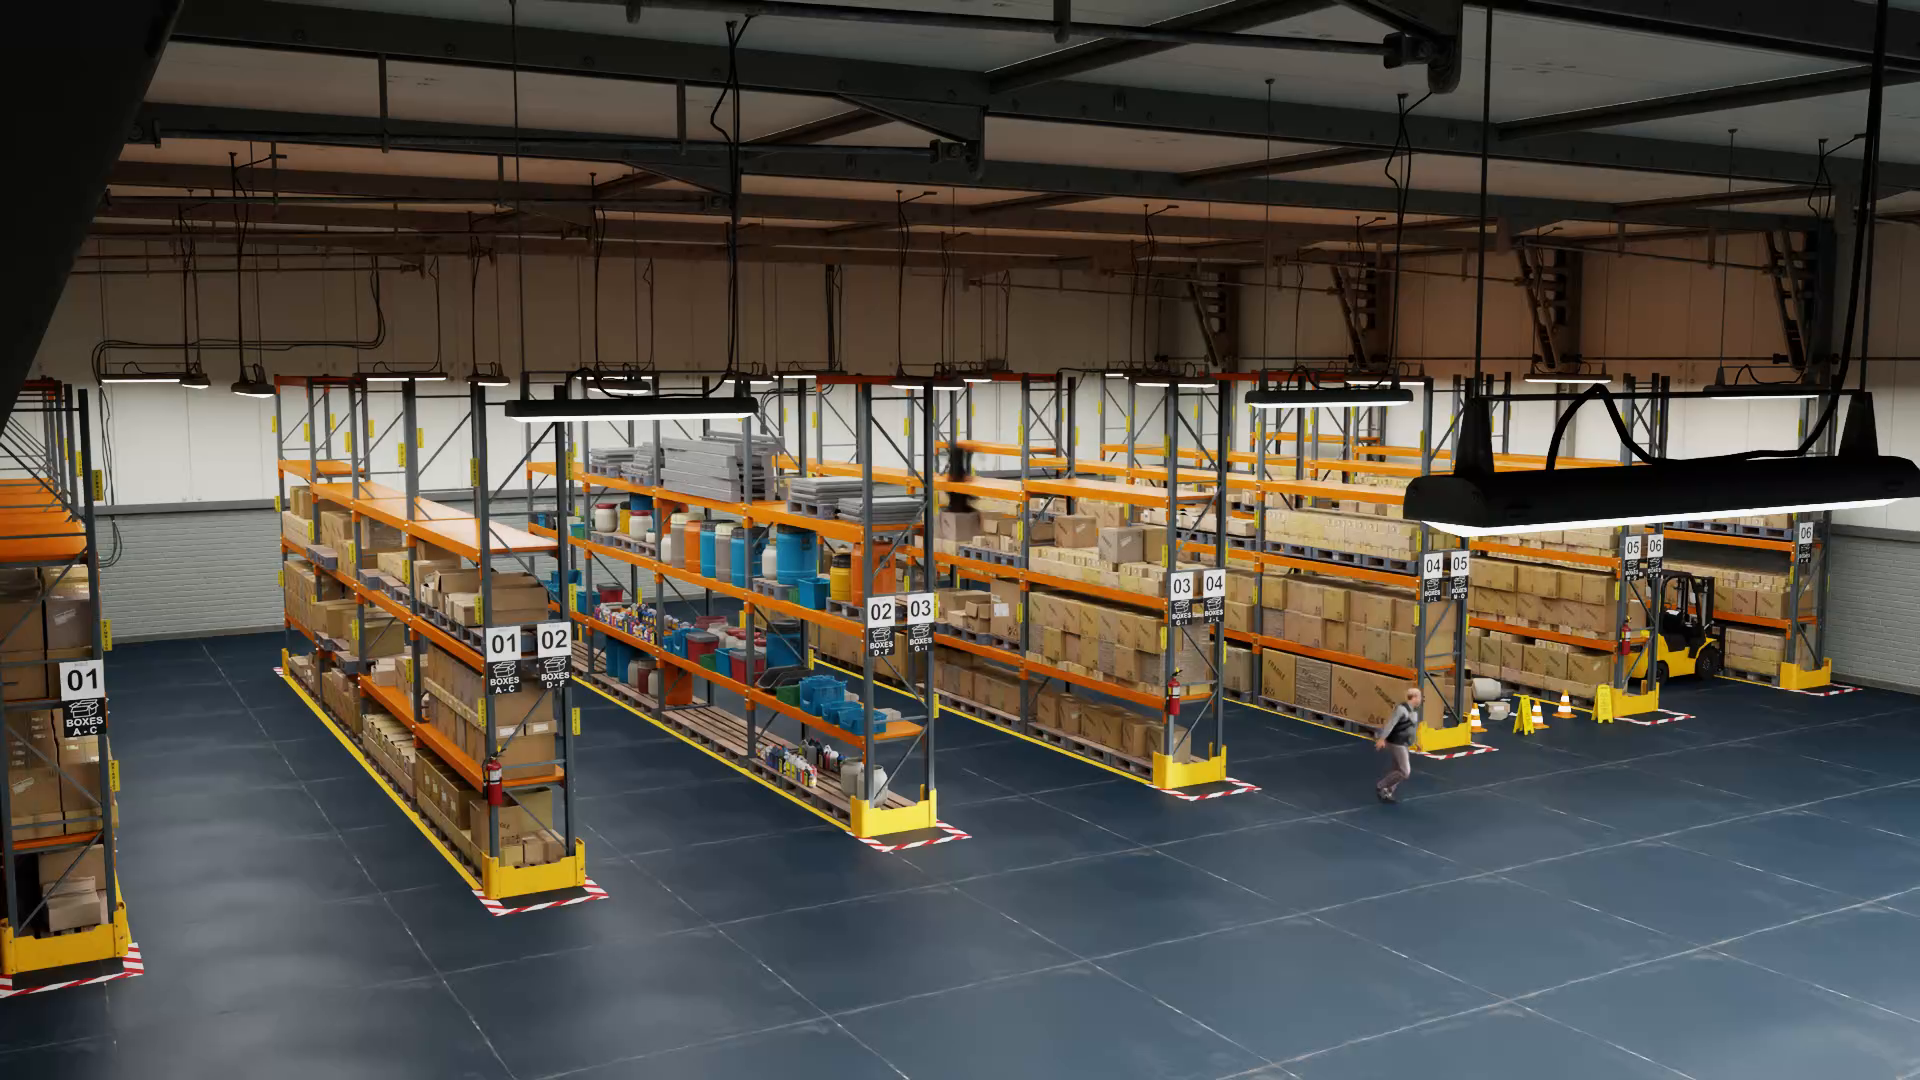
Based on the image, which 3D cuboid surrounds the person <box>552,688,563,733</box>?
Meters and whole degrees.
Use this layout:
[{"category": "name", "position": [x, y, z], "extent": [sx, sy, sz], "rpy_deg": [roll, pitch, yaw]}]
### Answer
[{"category": "person", "position": [-6.767, 2.409, 27.793], "extent": [0.661, 1.823, 0.871], "rpy_deg": [-6, 9, -43]}]

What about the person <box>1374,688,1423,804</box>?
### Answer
[{"category": "person", "position": [6.230, 2.923, 23.621], "extent": [0.562, 1.677, 0.687], "rpy_deg": [4, 7, 33]}]

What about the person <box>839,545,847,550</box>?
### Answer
[{"category": "person", "position": [-3.090, 0.903, 42.305], "extent": [0.701, 1.609, 0.659], "rpy_deg": [-1, 6, -13]}]
